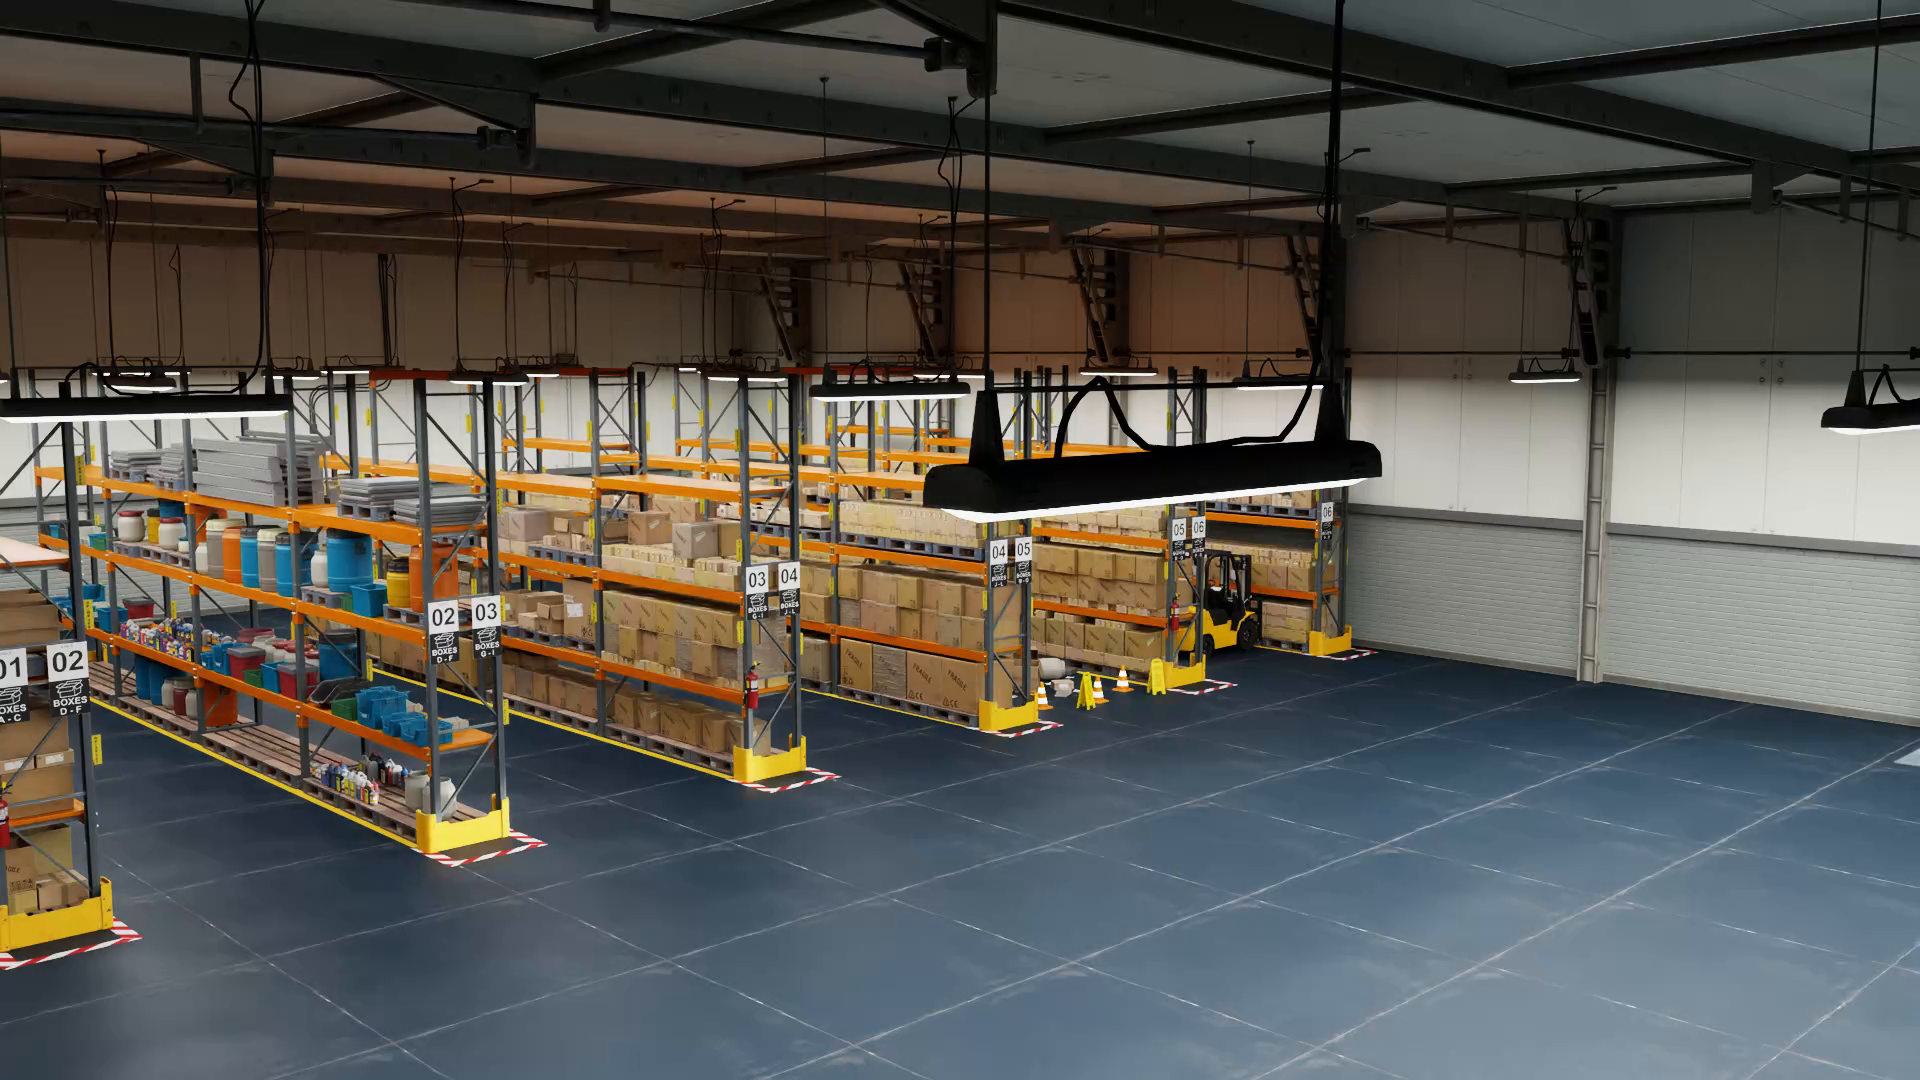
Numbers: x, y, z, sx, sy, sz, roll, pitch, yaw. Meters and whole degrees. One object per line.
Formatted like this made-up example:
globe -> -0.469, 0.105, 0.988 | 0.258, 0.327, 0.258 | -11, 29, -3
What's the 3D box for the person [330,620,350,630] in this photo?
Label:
person -> -11.514, 1.948, 30.904 | 0.585, 1.796, 0.381 | 4, 7, 30
